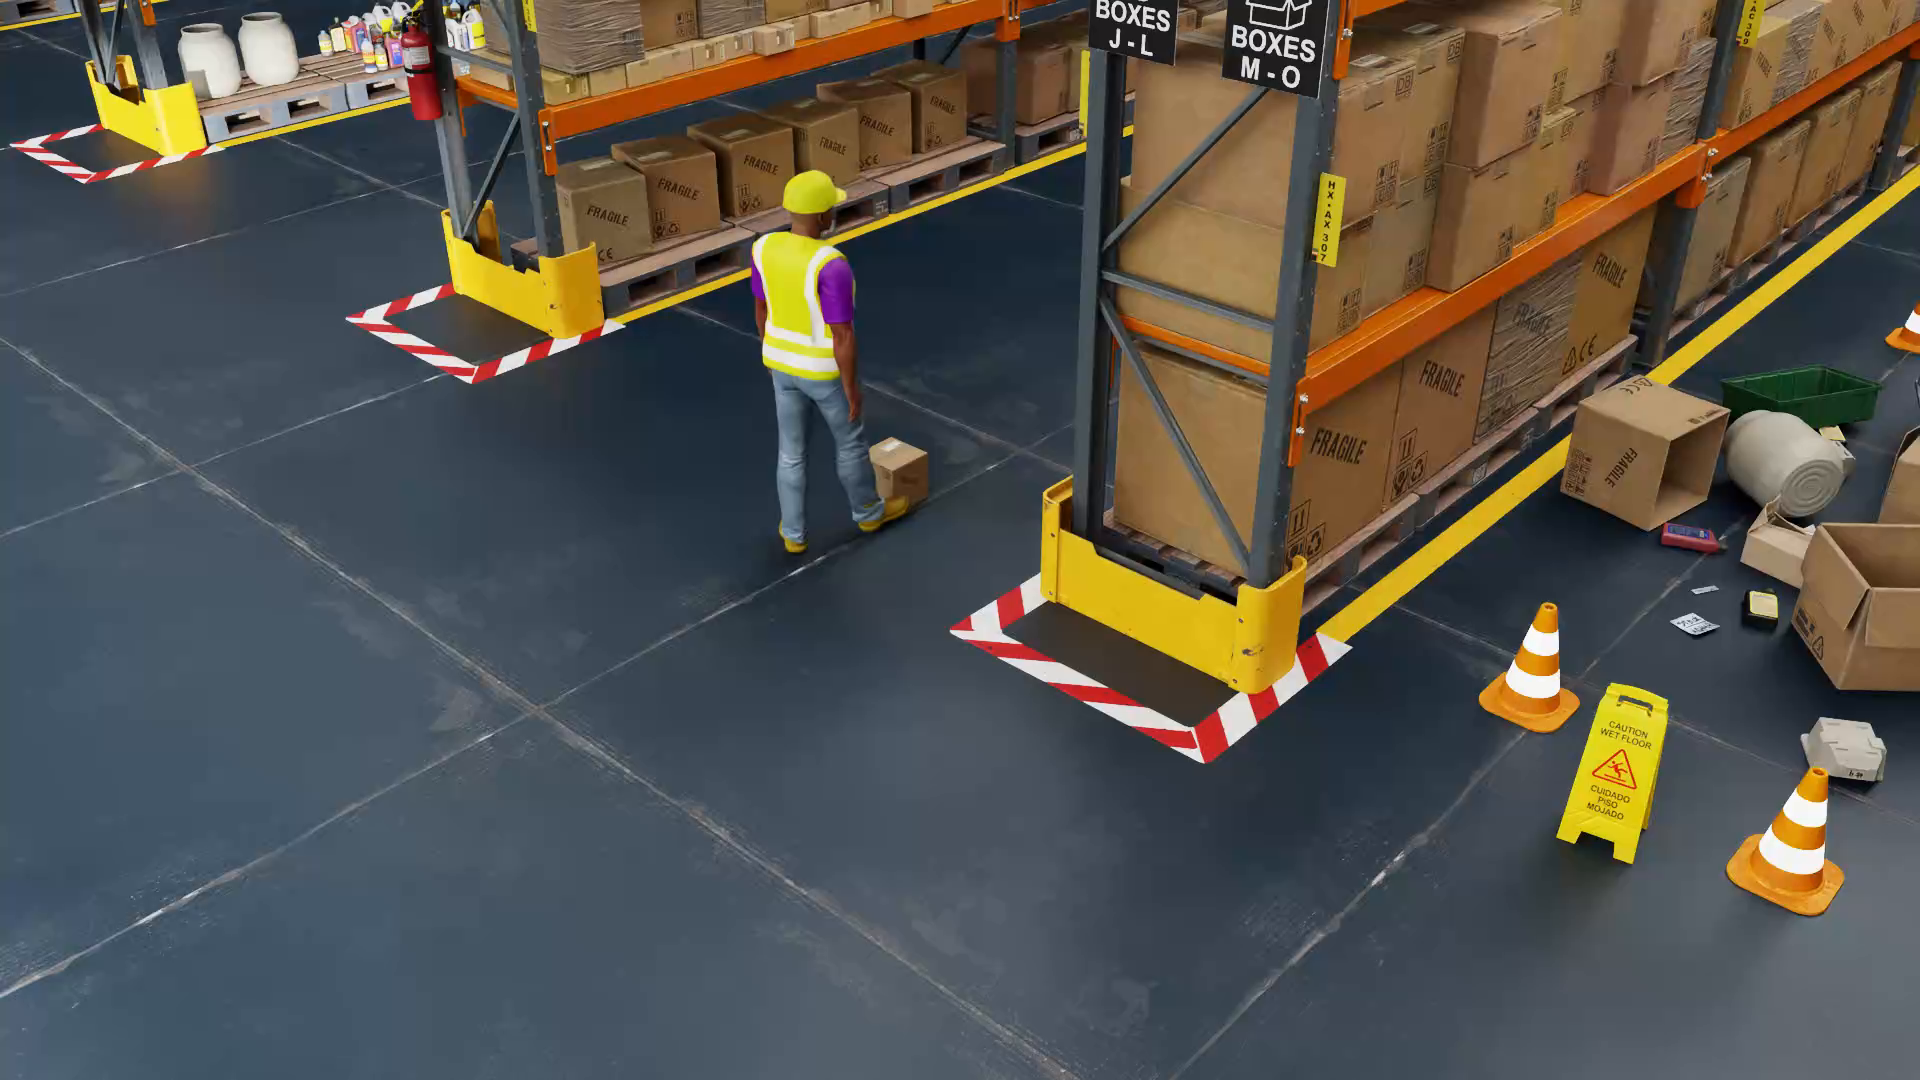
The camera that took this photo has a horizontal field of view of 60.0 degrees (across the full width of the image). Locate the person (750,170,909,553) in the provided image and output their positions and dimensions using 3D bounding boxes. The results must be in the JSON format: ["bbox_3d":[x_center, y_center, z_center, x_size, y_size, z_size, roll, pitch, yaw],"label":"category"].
[{"bbox_3d":[-0.615,-0.821,7.455,0.601,1.758,0.643,16,35,24],"label":"person"}]
